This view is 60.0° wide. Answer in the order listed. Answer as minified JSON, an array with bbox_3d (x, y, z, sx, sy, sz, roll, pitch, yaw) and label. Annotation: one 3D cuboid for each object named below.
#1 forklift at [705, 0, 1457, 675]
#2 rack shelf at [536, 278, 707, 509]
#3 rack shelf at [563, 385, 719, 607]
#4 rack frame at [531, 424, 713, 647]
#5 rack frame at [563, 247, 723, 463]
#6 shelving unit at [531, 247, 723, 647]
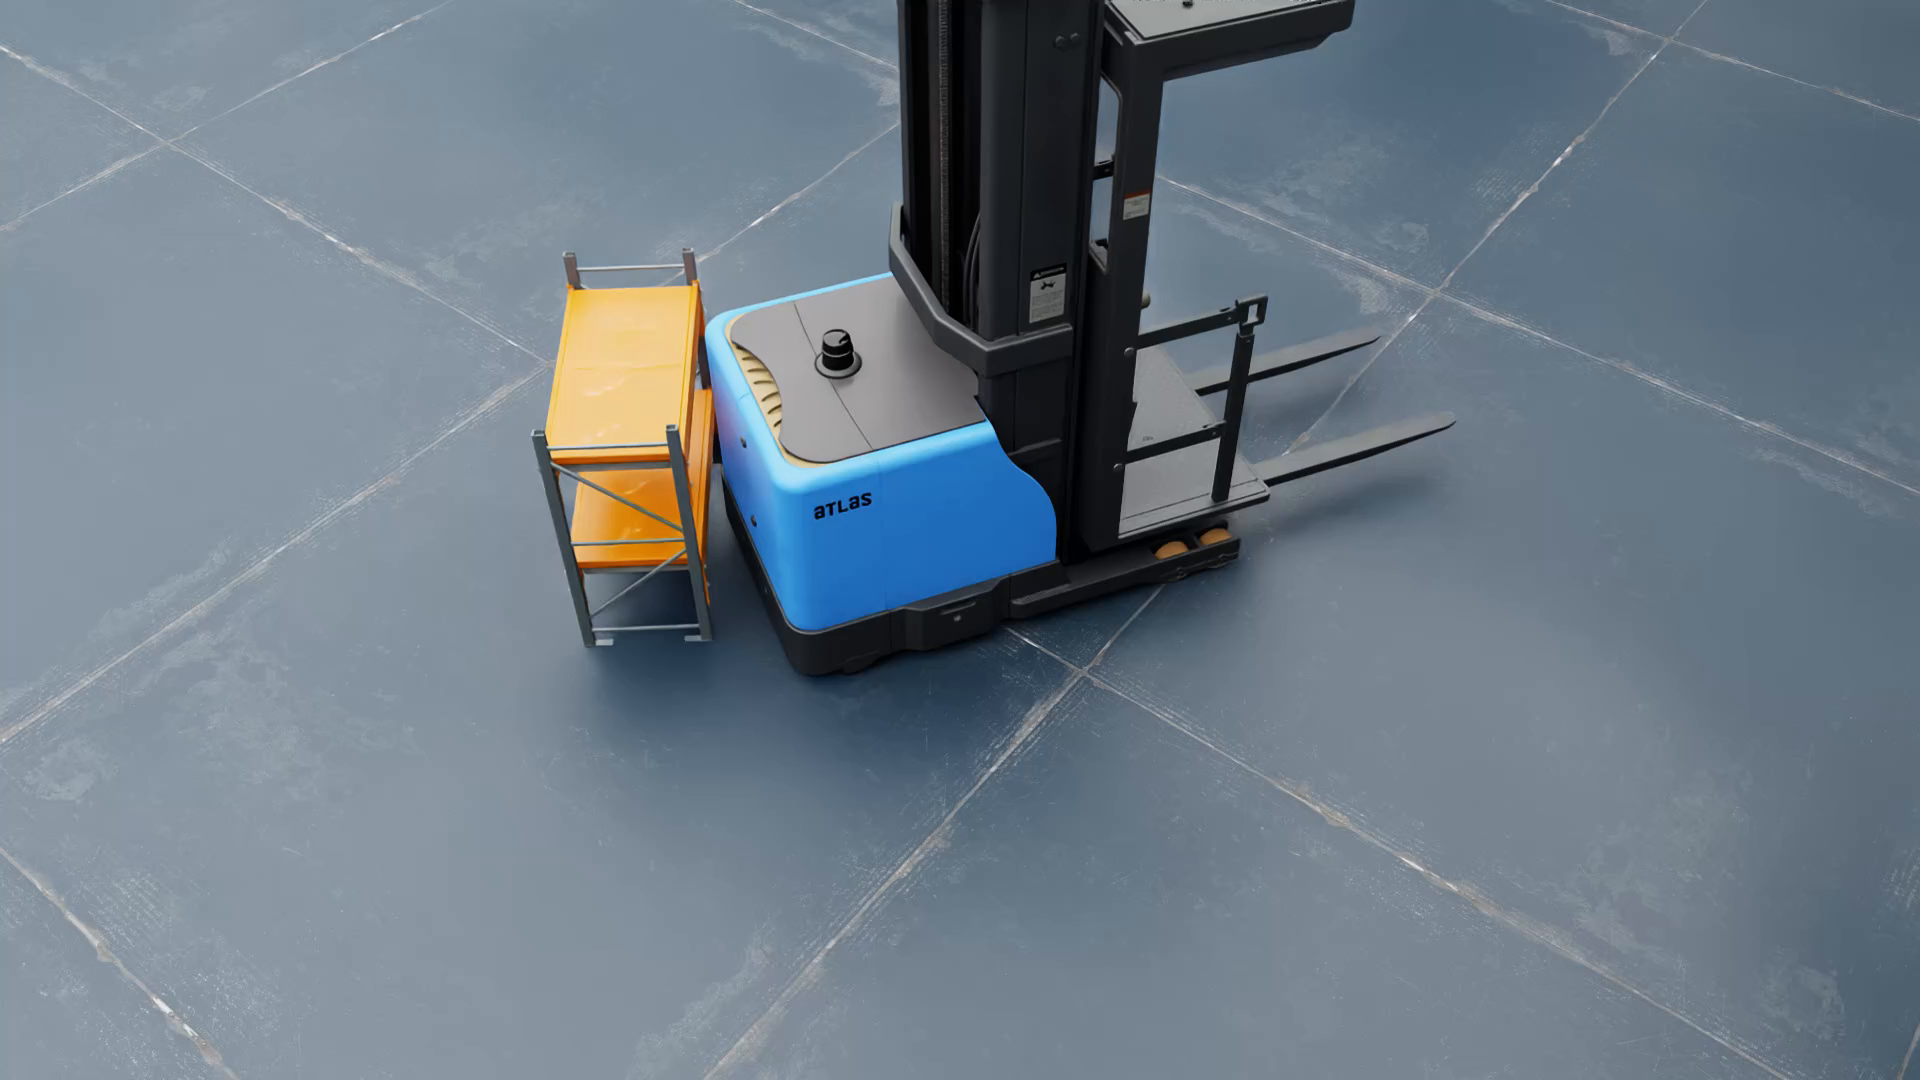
[{"bbox_3d":[0.597,-1.186,6.020,3.031,2.935,1.130,-16,48,-15],"label":"forklift"},{"bbox_3d":[-1.252,-0.560,6.267,0.538,0.278,1.000,-2,46,-2],"label":"rack shelf"},{"bbox_3d":[-1.252,-0.189,6.655,0.538,0.278,1.000,-2,46,-2],"label":"rack shelf"},{"bbox_3d":[-1.222,0.009,6.128,0.500,1.125,0.032,-2,46,-2],"label":"rack frame"},{"bbox_3d":[-1.281,-0.725,6.829,0.500,1.125,0.032,-2,46,-2],"label":"rack frame"},{"bbox_3d":[-1.252,-0.358,6.479,0.538,1.125,1.048,-2,46,-2],"label":"shelving unit"}]
